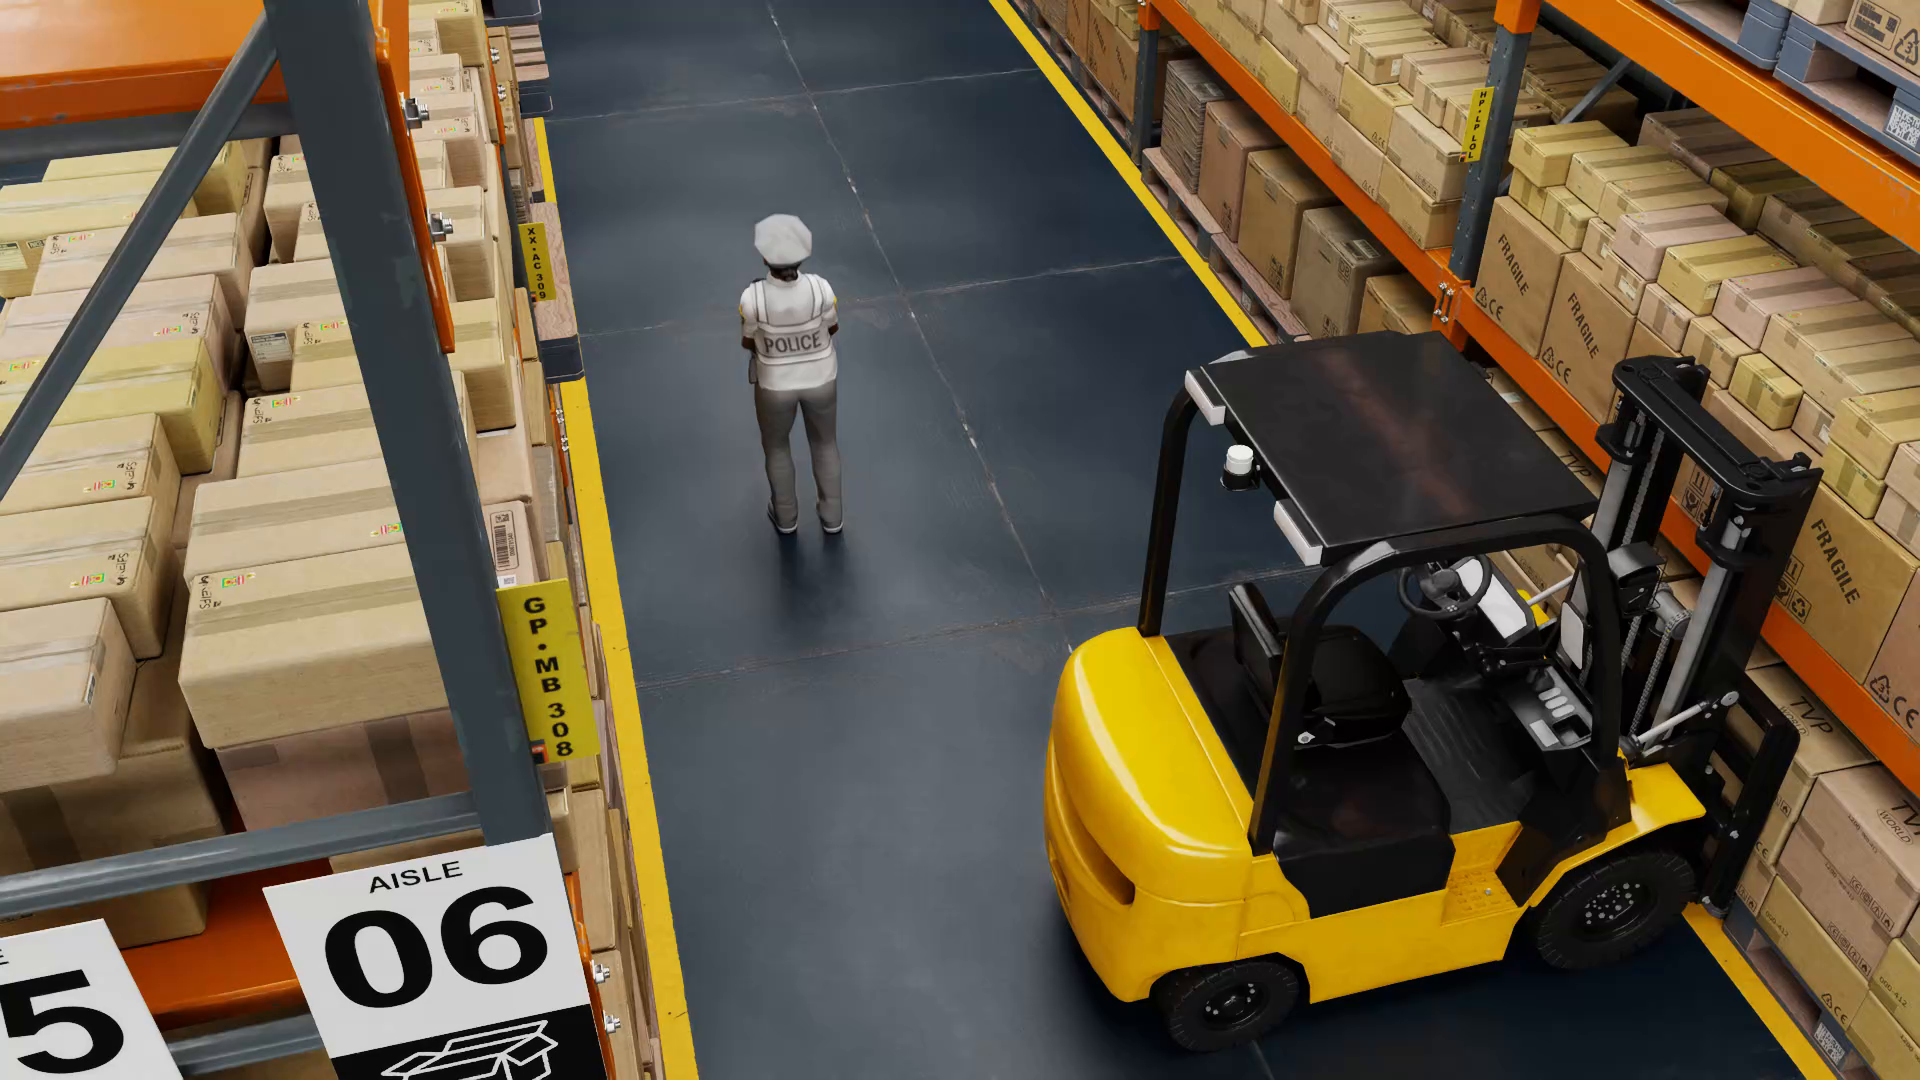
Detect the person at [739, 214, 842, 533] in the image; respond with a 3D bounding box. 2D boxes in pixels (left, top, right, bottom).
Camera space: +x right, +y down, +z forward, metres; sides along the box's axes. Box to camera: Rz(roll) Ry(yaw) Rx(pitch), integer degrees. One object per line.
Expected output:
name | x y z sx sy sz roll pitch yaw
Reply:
person | -0.775 -0.772 7.665 0.449 1.688 0.535 -9 39 -12
